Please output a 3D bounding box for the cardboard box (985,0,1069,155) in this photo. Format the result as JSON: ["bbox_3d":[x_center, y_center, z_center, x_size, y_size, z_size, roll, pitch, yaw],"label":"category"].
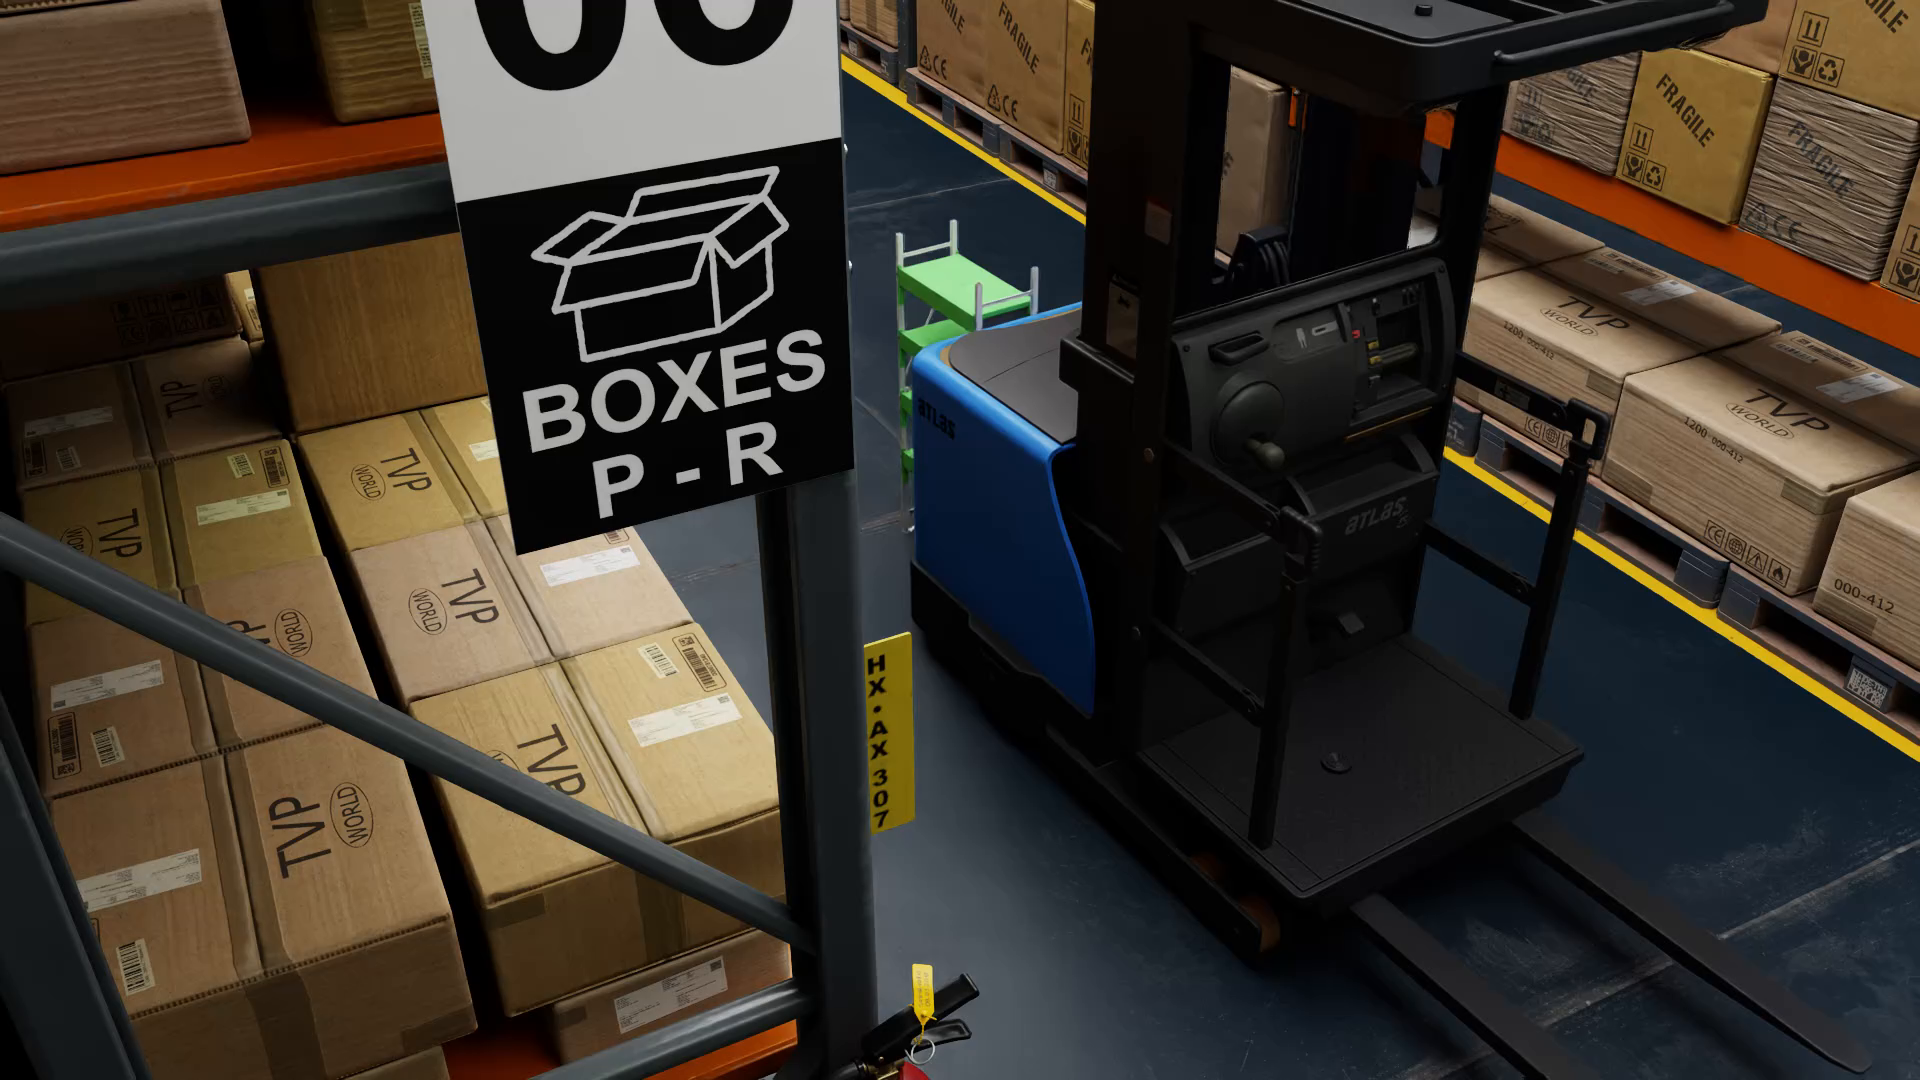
[{"bbox_3d":[0.732,-2.802,9.423,0.875,0.875,0.875,-15,36,-23],"label":"cardboard box"}]

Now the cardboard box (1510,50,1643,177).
[{"bbox_3d":[2.380,-1.660,5.968,0.500,0.500,0.500,-16,36,-23],"label":"cardboard box"}]

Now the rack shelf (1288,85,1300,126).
[{"bbox_3d":[1.003,-3.040,8.881,1.077,0.370,4.000,-16,36,-23],"label":"rack shelf"}]

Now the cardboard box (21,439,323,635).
[{"bbox_3d":[-1.504,0.072,3.220,0.500,0.250,0.500,-15,35,-22],"label":"cardboard box"}]

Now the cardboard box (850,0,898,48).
[{"bbox_3d":[-0.184,-3.640,11.197,0.950,0.372,0.625,-18,37,-26],"label":"cardboard box"}]

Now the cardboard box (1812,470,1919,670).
[{"bbox_3d":[3.405,0.133,5.248,0.875,0.438,0.875,-17,36,-25],"label":"cardboard box"}]

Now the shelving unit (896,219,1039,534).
[{"bbox_3d":[0.018,-0.457,5.851,0.258,1.200,0.503,-19,37,-27],"label":"shelving unit"}]

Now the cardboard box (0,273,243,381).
[{"bbox_3d":[-1.995,-0.738,3.790,0.500,0.500,0.500,-17,36,-24],"label":"cardboard box"}]

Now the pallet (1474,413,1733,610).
[{"bbox_3d":[2.794,-0.248,6.442,1.003,0.211,1.213,-16,36,-23],"label":"pallet"}]

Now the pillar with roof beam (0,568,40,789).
[{"bbox_3d":[0.882,-4.188,4.445,9.100,9.000,0.400,-16,36,-23],"label":"pillar with roof beam"}]

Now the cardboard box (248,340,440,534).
[{"bbox_3d":[-1.293,-0.296,3.794,0.500,0.250,0.500,-17,36,-24],"label":"cardboard box"}]

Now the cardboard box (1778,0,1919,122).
[{"bbox_3d":[2.868,-1.591,4.934,0.500,0.500,0.500,-16,36,-23],"label":"cardboard box"}]

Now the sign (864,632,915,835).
[{"bbox_3d":[-0.109,0.270,2.246,0.100,0.325,0.005,-16,36,-23],"label":"sign"}]

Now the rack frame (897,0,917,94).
[{"bbox_3d":[0.071,-4.297,10.177,1.000,3.000,0.127,-16,36,-23],"label":"rack frame"}]

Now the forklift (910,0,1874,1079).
[{"bbox_3d":[1.053,-0.403,4.162,1.130,2.935,3.031,-19,37,-27],"label":"forklift"}]

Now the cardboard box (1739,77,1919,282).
[{"bbox_3d":[2.873,-1.171,5.205,0.500,0.500,0.500,-15,36,-22],"label":"cardboard box"}]

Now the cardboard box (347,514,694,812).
[{"bbox_3d":[-0.797,0.184,3.045,0.500,0.250,0.500,-15,36,-23],"label":"cardboard box"}]

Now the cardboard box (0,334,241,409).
[{"bbox_3d":[-1.983,-0.411,3.975,0.500,0.250,0.500,-15,36,-22],"label":"cardboard box"}]

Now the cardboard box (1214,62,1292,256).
[{"bbox_3d":[1.576,-1.946,8.087,0.875,0.875,0.875,-15,35,-22],"label":"cardboard box"}]

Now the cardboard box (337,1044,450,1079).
[{"bbox_3d":[-0.980,0.786,2.475,0.380,0.149,0.250,-16,36,-24],"label":"cardboard box"}]

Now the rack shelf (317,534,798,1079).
[{"bbox_3d":[-1.521,0.119,3.950,1.077,0.370,4.000,-16,36,-23],"label":"rack shelf"}]

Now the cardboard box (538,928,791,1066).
[{"bbox_3d":[-0.499,0.651,2.686,0.380,0.149,0.250,-16,36,-23],"label":"cardboard box"}]

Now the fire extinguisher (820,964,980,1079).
[{"bbox_3d":[-0.111,0.915,2.459,0.296,0.674,0.183,-16,36,-23],"label":"fire extinguisher"}]

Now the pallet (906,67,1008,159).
[{"bbox_3d":[0.372,-2.728,10.312,1.003,0.211,1.213,-16,36,-23],"label":"pallet"}]

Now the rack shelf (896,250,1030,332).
[{"bbox_3d":[0.018,-0.807,5.627,0.258,0.148,0.480,-19,37,-27],"label":"rack shelf"}]

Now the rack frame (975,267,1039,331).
[{"bbox_3d":[0.152,-0.347,5.679,0.240,1.200,0.015,-19,37,-27],"label":"rack frame"}]

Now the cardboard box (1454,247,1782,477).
[{"bbox_3d":[2.552,-0.732,6.598,0.875,0.438,0.875,-17,36,-24],"label":"cardboard box"}]

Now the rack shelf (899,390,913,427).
[{"bbox_3d":[0.018,-0.403,5.886,0.258,0.148,0.480,-19,37,-27],"label":"rack shelf"}]

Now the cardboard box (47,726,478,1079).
[{"bbox_3d":[-1.038,0.556,2.465,0.500,0.250,0.500,-15,36,-22],"label":"cardboard box"}]

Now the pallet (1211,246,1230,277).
[{"bbox_3d":[1.509,-1.563,8.494,1.003,0.211,1.213,-16,36,-23],"label":"pallet"}]

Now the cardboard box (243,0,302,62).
[{"bbox_3d":[-0.677,-0.715,2.038,0.380,0.149,0.250,-15,36,-22],"label":"cardboard box"}]
